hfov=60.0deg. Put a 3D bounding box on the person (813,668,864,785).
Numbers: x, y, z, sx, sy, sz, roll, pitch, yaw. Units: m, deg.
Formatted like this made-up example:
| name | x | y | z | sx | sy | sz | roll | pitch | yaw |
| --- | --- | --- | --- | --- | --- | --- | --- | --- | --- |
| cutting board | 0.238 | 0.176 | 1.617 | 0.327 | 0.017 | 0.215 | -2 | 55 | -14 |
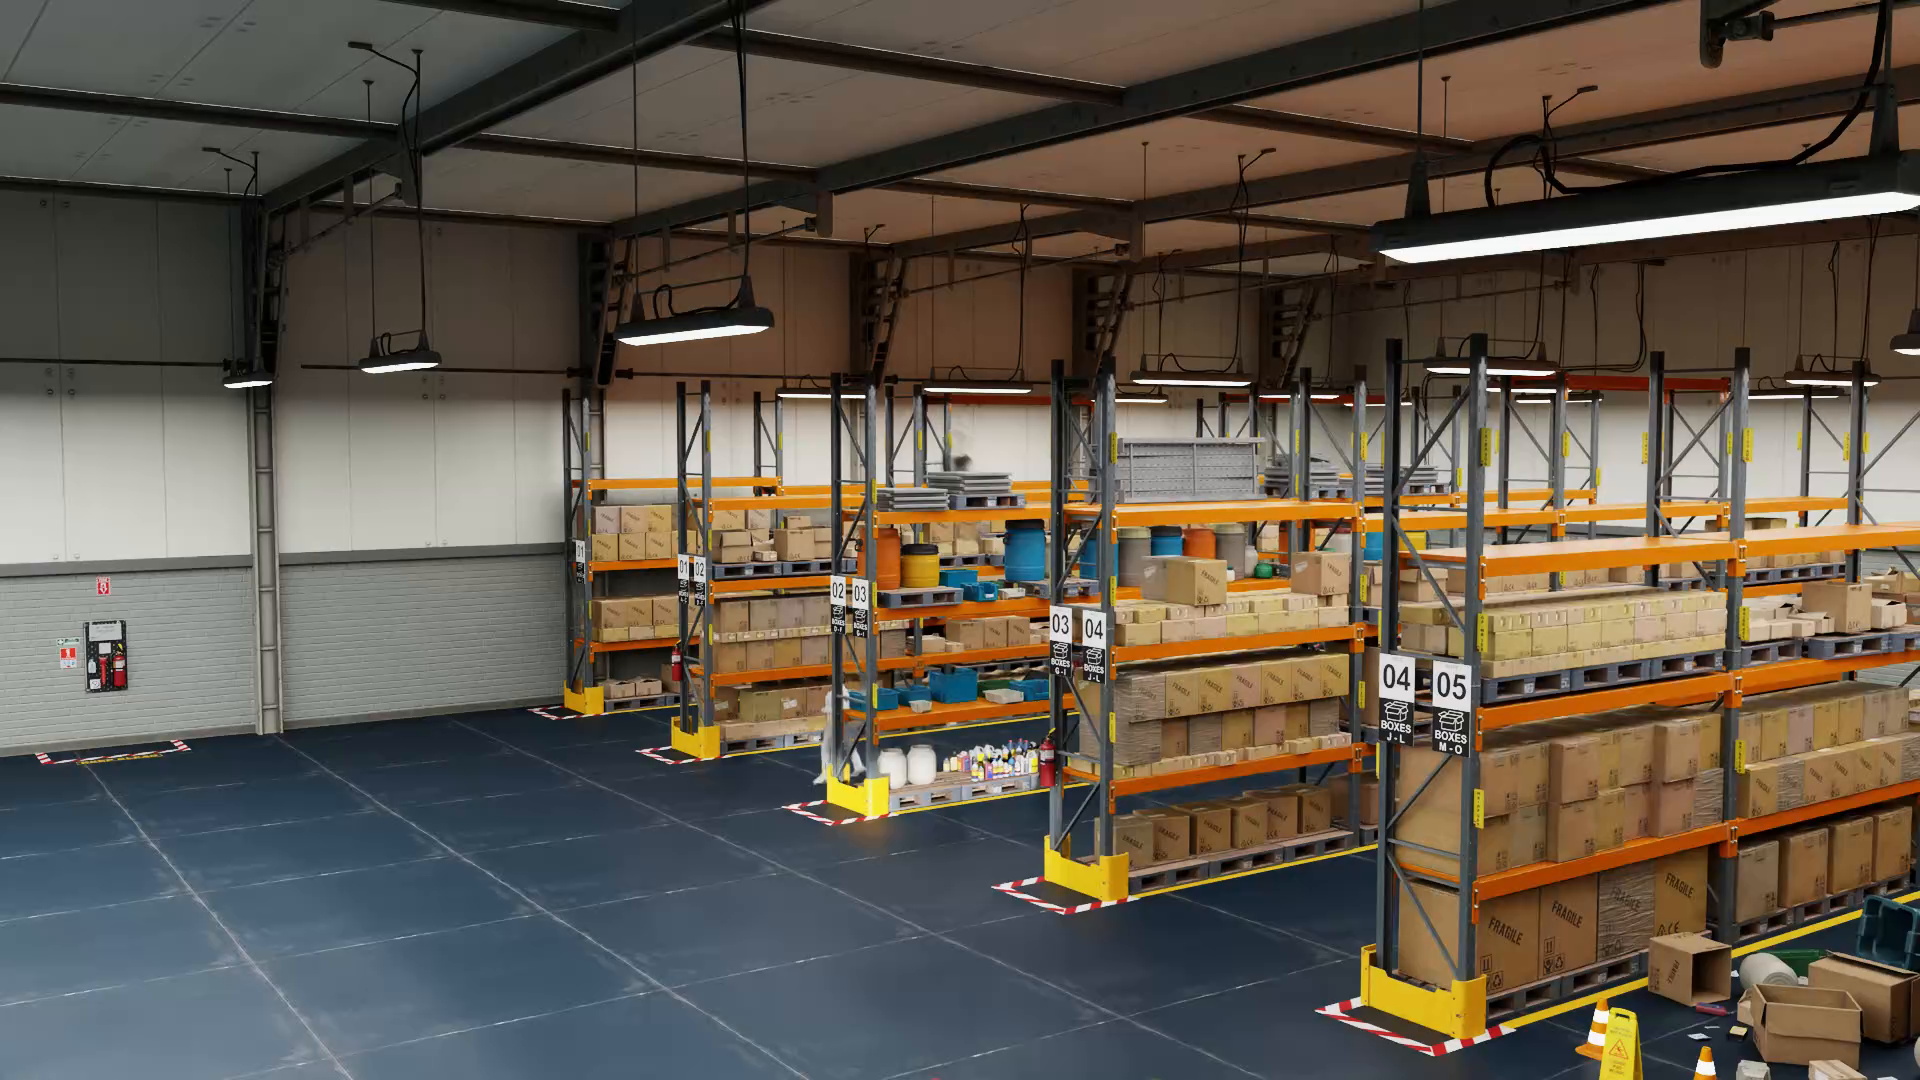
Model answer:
| name | x | y | z | sx | sy | sz | roll | pitch | yaw |
| --- | --- | --- | --- | --- | --- | --- | --- | --- | --- |
| person | -1.798 | 2.728 | 24.622 | 0.800 | 1.720 | 0.512 | -3 | 5 | -40 |
